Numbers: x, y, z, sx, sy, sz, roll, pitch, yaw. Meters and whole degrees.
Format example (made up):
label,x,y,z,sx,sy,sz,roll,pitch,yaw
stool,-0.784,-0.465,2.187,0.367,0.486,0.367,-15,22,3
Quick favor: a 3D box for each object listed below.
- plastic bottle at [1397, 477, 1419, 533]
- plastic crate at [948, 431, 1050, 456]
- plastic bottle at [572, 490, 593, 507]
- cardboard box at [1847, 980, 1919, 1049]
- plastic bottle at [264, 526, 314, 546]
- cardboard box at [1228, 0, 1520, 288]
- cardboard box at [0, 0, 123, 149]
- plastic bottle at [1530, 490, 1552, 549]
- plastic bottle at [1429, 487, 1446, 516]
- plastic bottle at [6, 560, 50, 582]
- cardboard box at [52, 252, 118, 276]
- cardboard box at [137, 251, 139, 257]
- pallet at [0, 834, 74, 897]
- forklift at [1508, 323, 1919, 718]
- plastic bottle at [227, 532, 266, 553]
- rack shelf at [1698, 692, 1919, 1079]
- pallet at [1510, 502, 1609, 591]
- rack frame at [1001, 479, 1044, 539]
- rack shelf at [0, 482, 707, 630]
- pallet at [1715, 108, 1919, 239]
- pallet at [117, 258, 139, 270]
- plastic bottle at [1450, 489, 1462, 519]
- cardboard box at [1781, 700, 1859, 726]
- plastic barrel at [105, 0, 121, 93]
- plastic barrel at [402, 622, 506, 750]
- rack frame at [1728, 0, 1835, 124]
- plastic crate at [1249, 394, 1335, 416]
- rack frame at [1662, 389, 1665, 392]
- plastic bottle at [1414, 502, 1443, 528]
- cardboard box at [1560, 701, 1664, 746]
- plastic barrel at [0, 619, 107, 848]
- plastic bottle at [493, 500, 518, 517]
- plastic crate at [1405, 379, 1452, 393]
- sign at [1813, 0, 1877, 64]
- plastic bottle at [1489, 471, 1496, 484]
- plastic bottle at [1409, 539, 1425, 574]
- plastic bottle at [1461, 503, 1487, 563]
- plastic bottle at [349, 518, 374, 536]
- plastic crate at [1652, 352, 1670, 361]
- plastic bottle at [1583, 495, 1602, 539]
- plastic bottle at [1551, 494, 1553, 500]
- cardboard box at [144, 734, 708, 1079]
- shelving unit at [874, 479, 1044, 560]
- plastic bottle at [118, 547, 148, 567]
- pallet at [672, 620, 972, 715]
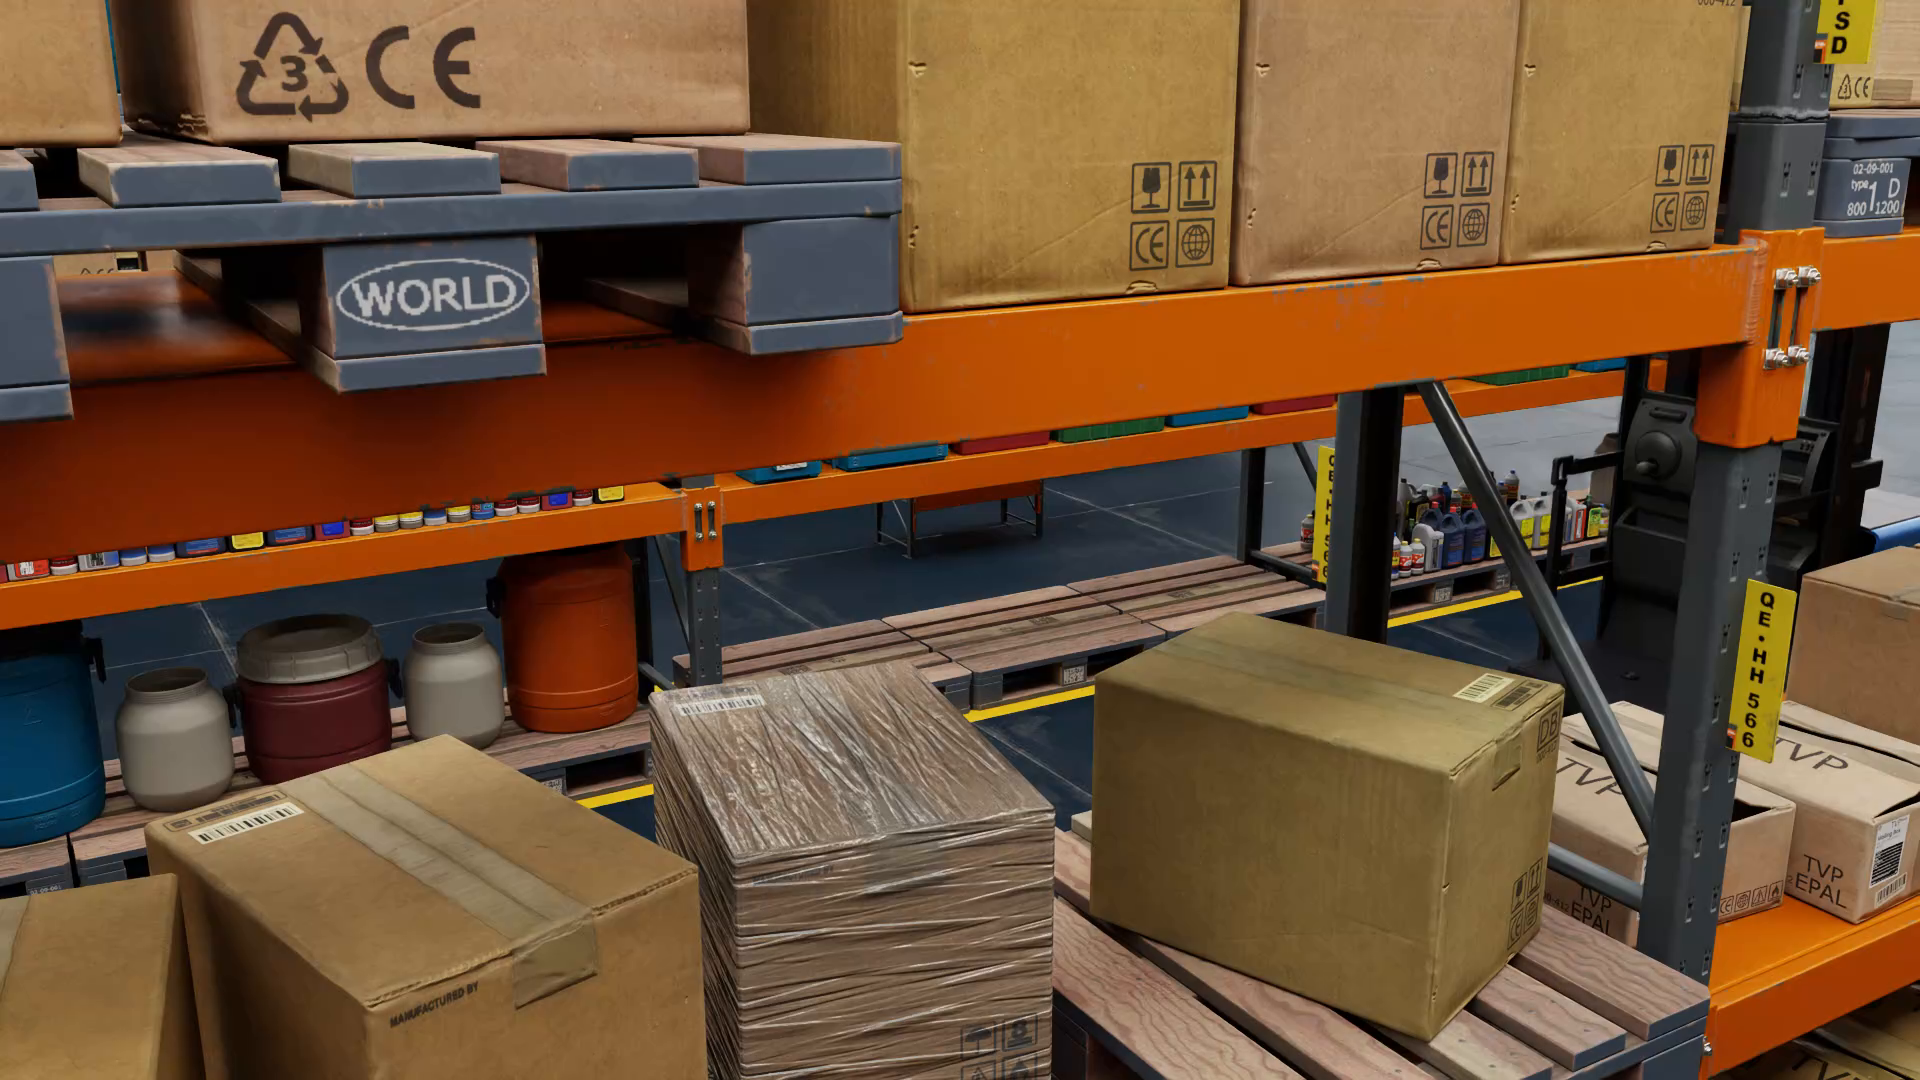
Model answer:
label,x,y,z,sx,sy,sz,roll,pitch,yaw
plastic bottle,2.883,-0.234,10.781,0.185,0.351,0.144,-9,18,-30
plastic crate,0.152,-0.699,8.227,0.583,0.464,0.402,-9,18,-30
plastic bottle,-1.626,-0.252,7.118,0.097,0.201,0.097,0,16,0
cardboard box,2.641,1.334,4.371,0.500,0.311,0.500,-10,18,-31
plastic bottle,-2.656,-0.164,6.529,0.185,0.351,0.144,-9,18,-30
cardboard box,0.363,-0.721,2.681,0.500,0.500,0.910,-9,18,-30
cardboard box,-1.241,-0.705,1.663,0.600,0.600,0.600,-9,18,-30
plastic bottle,3.629,-0.134,10.423,0.185,0.351,0.144,-8,18,-27
plastic bottle,3.079,-0.199,10.780,0.133,0.283,0.061,-9,18,-30
plastic bottle,-3.433,-0.003,6.094,0.135,0.276,0.152,-9,18,-30
cardboard box,-5.708,-1.909,10.618,0.637,0.503,0.797,-9,18,-28
cardboard box,-7.245,-2.624,14.902,0.250,0.149,0.380,-9,18,-30
pallet,-4.137,1.287,6.428,1.213,0.211,1.003,-9,18,-30
forklift,3.310,-0.419,7.473,3.031,2.935,1.130,-10,19,-32
plastic bottle,-2.771,-0.100,6.425,0.133,0.283,0.061,-9,18,-30
rack shelf,2.871,0.701,4.685,4.000,0.370,1.077,-9,18,-30
pallet,3.682,0.018,10.954,1.213,0.211,1.003,-9,18,-30
rack frame,0.430,-0.611,11.507,0.032,1.125,0.500,-9,18,-30
rack shelf,-3.105,0.110,6.792,4.000,0.370,1.077,-9,18,-30
pallet,1.693,-0.836,3.627,1.003,0.211,1.213,-8,18,-27
pallet,-8.085,-2.445,14.929,1.213,0.211,1.003,-9,18,-30
plastic bottle,3.287,-0.235,11.061,0.097,0.201,0.097,0,16,0
cardboard box,2.221,0.563,4.309,0.250,0.149,0.380,-8,17,-26
plastic barrel,-3.435,-2.119,6.146,0.708,0.901,0.600,-9,18,-30
plastic barrel,-2.240,0.653,7.355,0.421,0.512,0.421,0,16,0
rack frame,1.157,-2.256,2.787,0.127,3.000,1.000,-9,18,-30
plastic crate,1.780,-0.963,9.169,0.583,0.464,0.402,-9,18,-30
rack frame,5.467,-1.626,11.654,0.127,3.000,1.000,-9,18,-30
plastic bottle,2.869,-0.056,10.145,0.185,0.351,0.144,-9,18,-30
cardboard box,1.785,0.564,4.304,0.250,0.149,0.380,-9,18,-30
plastic barrel,-3.738,0.680,6.536,0.708,0.901,0.600,-9,18,-30
plastic bottle,-1.908,-0.206,6.956,0.097,0.201,0.097,0,16,0
plastic crate,2.552,-1.084,9.833,0.504,0.338,0.767,-9,18,-30
sign,1.435,-0.935,2.673,0.005,0.325,0.100,-9,18,-30
plastic bottle,3.548,-0.323,11.222,0.133,0.283,0.061,-9,18,-29
plastic bottle,2.711,0.094,9.885,0.097,0.201,0.097,0,16,0
plastic bottle,3.105,-0.049,10.120,0.185,0.351,0.144,-10,19,-32
plastic bottle,-2.408,-0.125,6.666,0.097,0.201,0.097,0,16,0
plastic crate,4.632,-1.327,10.861,0.408,0.251,0.499,-9,18,-30
plastic bottle,4.027,-0.153,10.615,0.133,0.283,0.061,-9,18,-28
plastic bottle,3.833,-0.169,10.674,0.133,0.283,0.061,-9,18,-30
cardboard box,-0.789,0.678,2.470,0.700,0.500,0.500,15,21,42
shelving unit,-0.006,-0.541,11.255,1.048,1.125,0.538,-9,18,-30
plastic bottle,-3.121,-0.043,6.244,0.097,0.271,0.097,0,16,0
pallet,-0.707,0.730,8.415,1.213,0.211,1.003,-9,18,-30
